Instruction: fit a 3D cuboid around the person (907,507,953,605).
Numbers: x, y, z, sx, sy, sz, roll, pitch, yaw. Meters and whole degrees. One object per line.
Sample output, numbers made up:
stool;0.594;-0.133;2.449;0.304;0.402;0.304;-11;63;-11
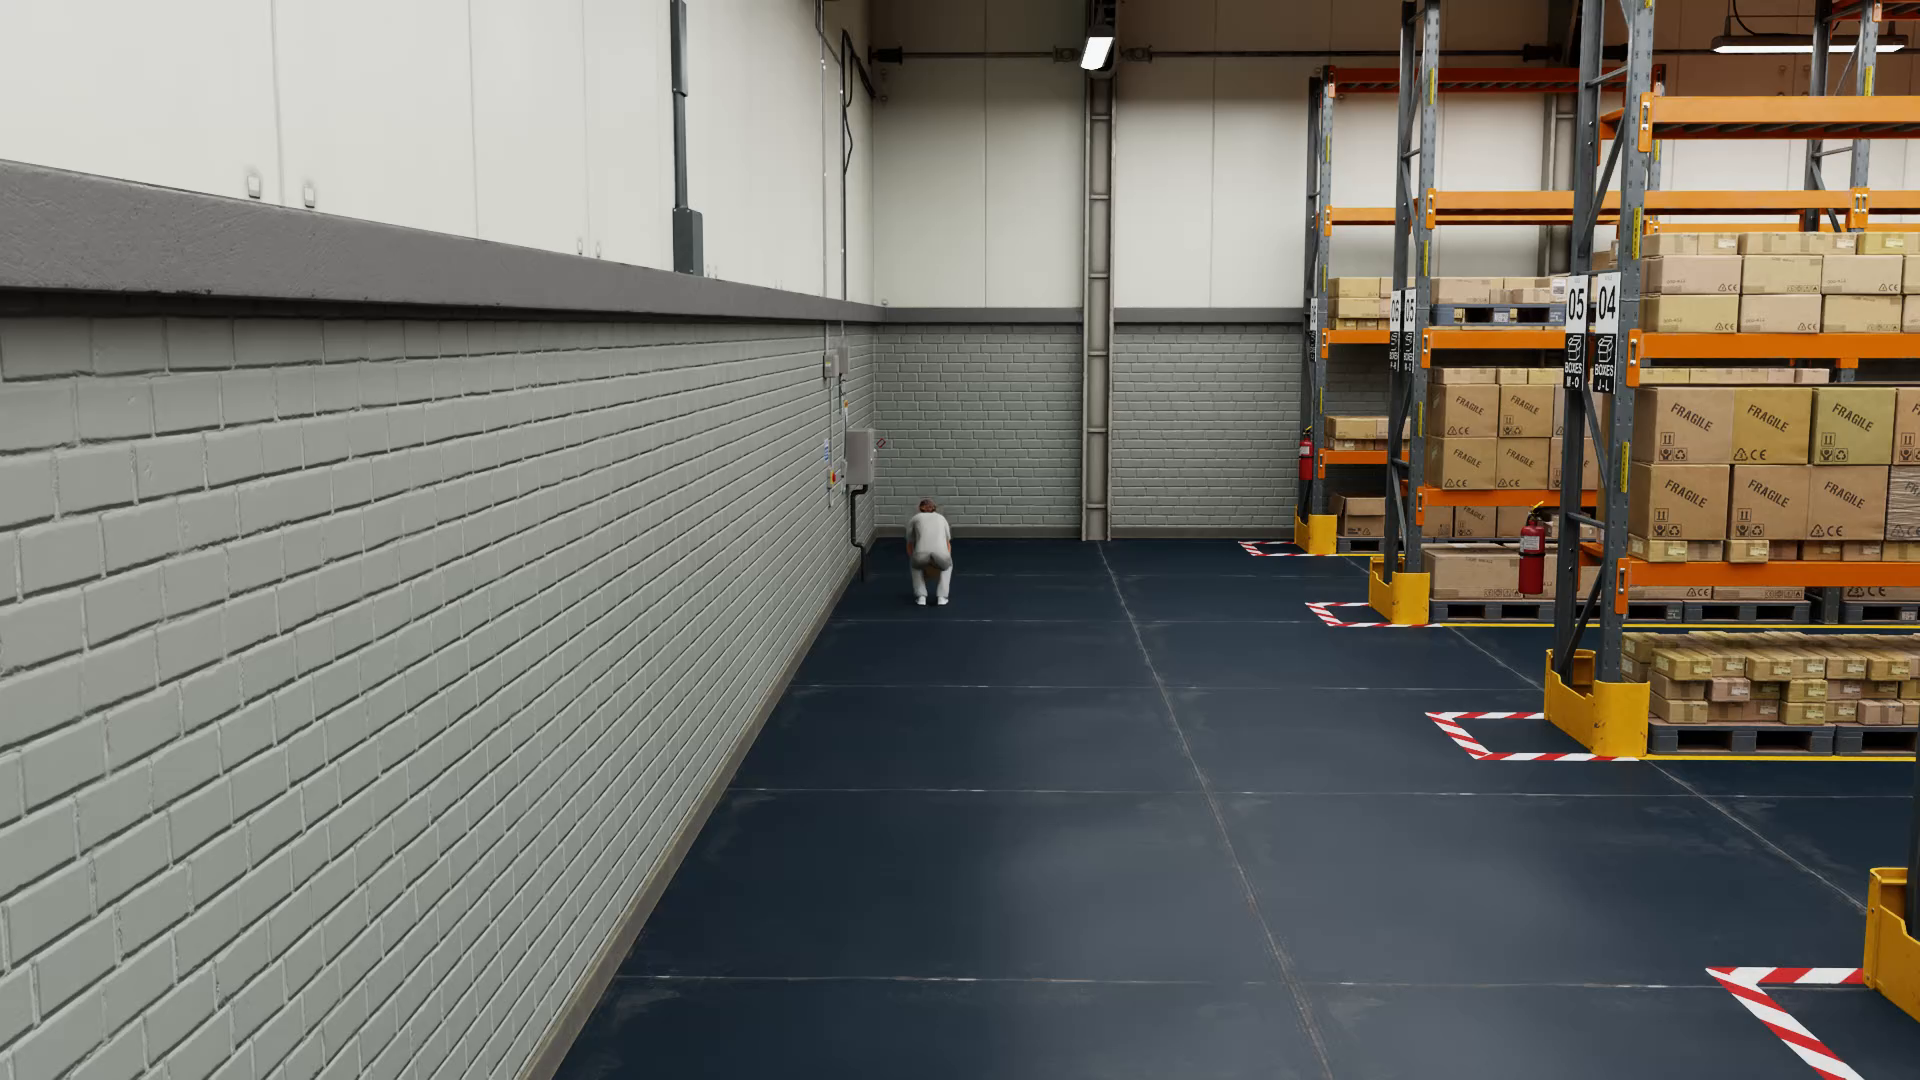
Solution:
person;-0.319;0.166;17.294;0.486;0.965;0.795;0;7;1
